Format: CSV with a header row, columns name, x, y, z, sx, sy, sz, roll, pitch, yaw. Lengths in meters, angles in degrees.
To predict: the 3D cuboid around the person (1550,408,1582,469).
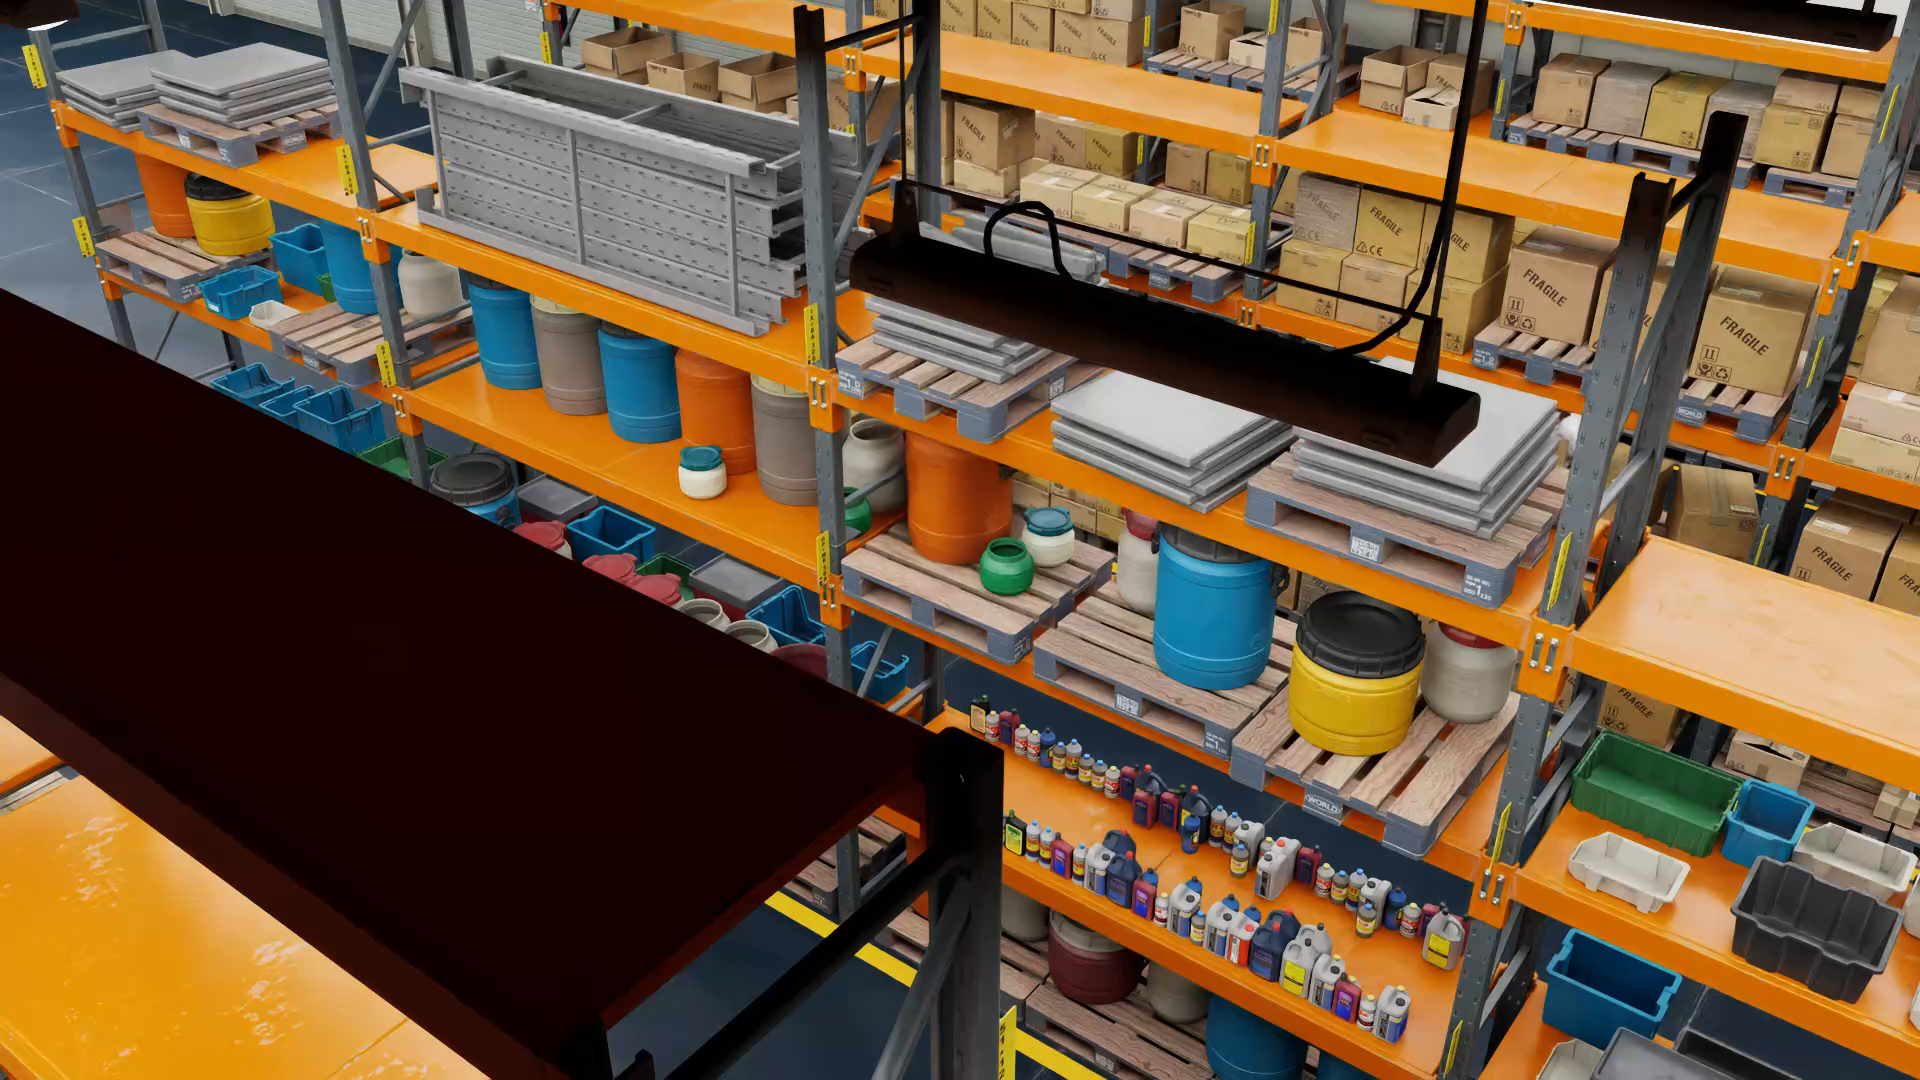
name,x,y,z,sx,sy,sz,roll,pitch,yaw
person,5.336,-0.558,14.578,0.625,1.704,0.648,18,36,27
